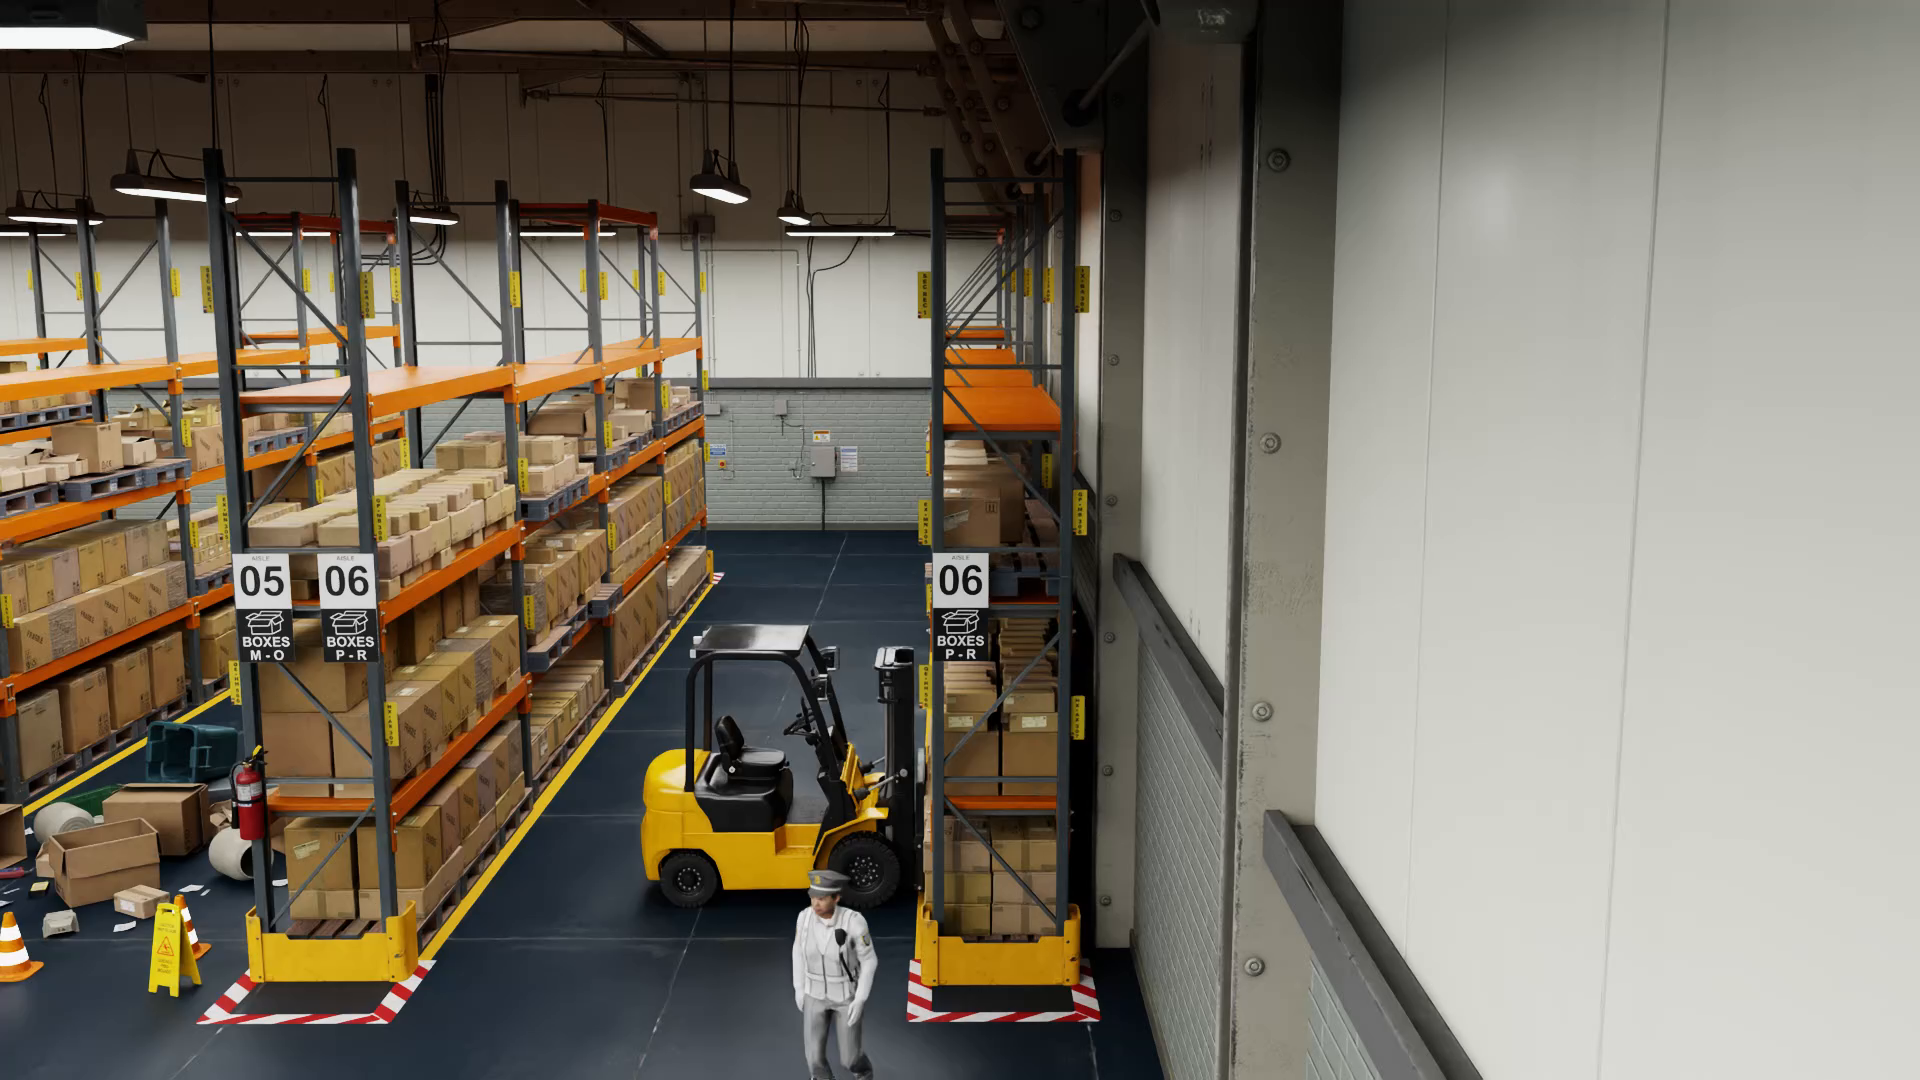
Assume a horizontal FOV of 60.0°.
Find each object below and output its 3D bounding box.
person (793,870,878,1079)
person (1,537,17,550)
[{"bbox_3d":[-0.749,2.753,10.174,0.560,1.661,0.576,2,9,14],"label":"person"},{"bbox_3d":[-12.838,0.744,22.351,0.620,1.794,0.800,-2,9,-10],"label":"person"}]
